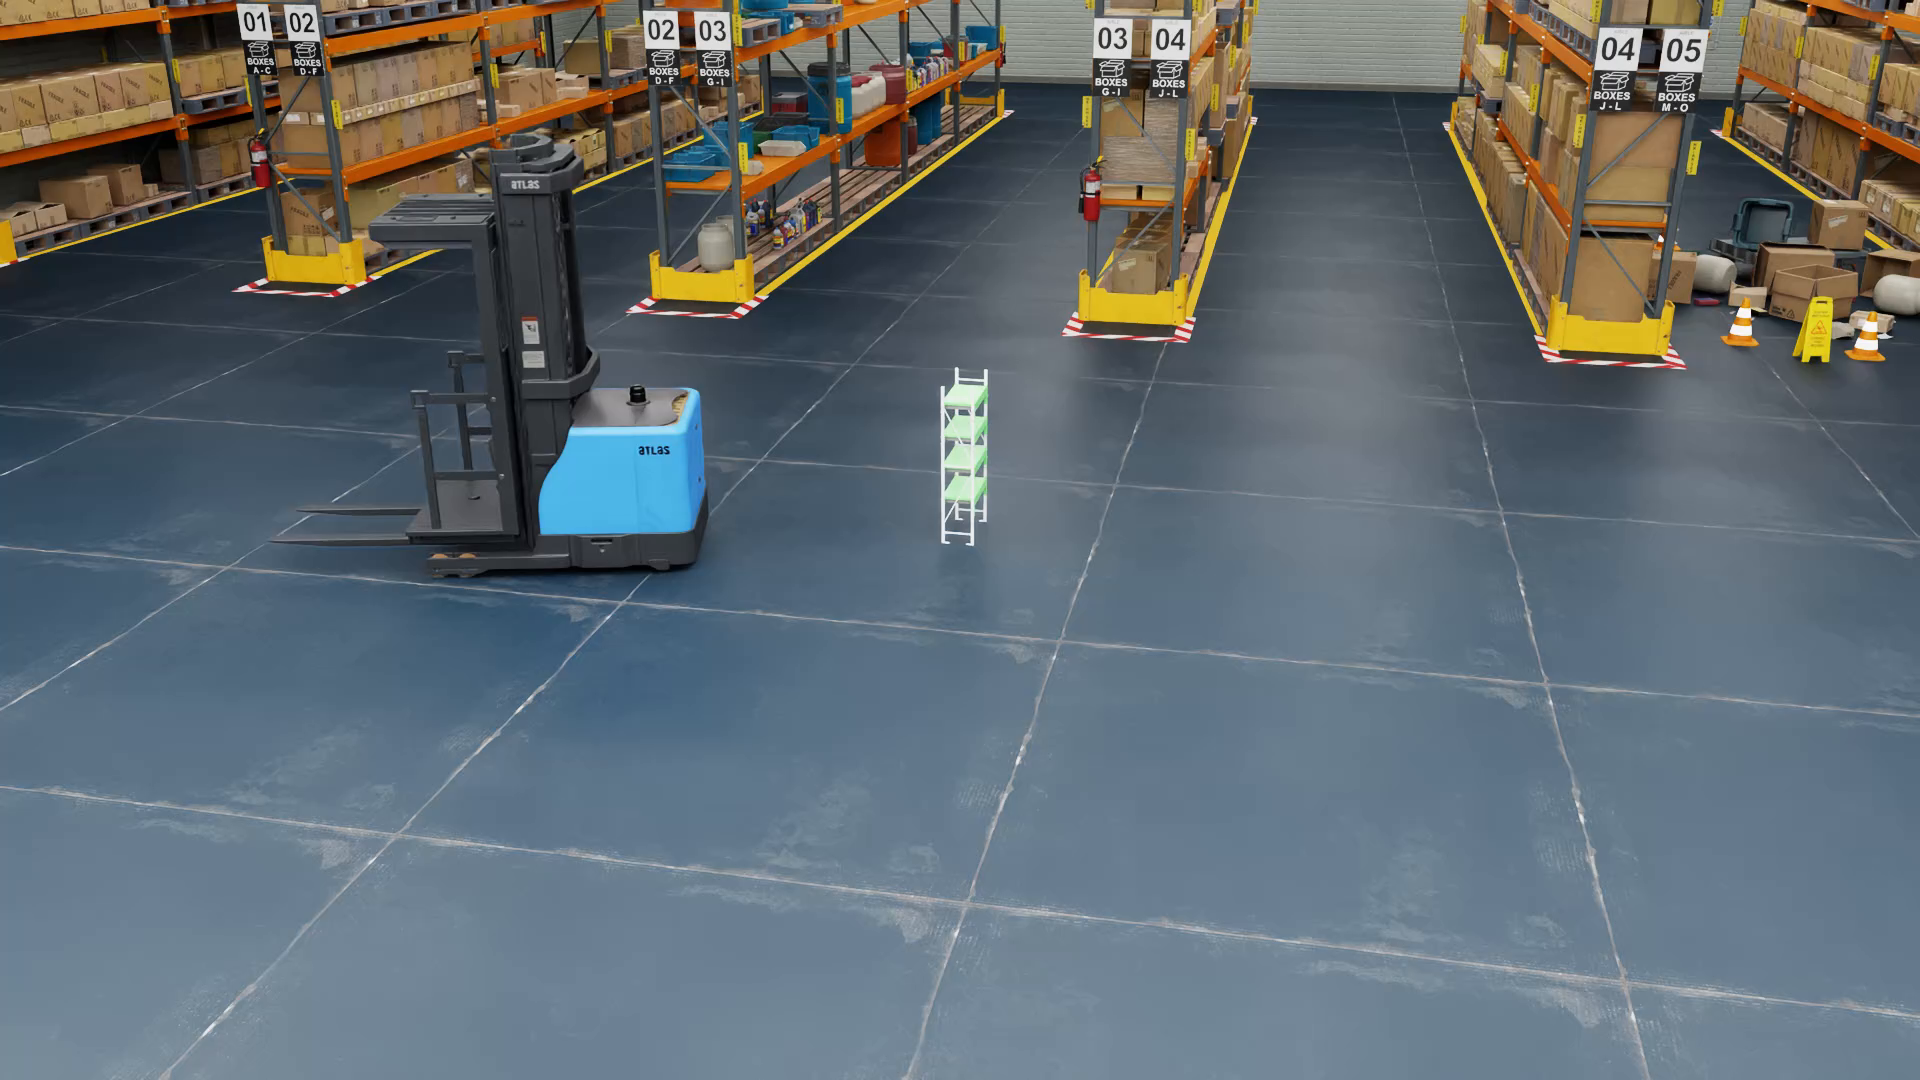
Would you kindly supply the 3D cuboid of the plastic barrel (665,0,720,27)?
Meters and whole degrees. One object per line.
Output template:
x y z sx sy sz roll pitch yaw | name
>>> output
-2.983 -6.161 18.484 0.600 0.830 0.708 4 22 11 | plastic barrel

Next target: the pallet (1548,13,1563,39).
7.365 -5.910 19.117 1.003 0.211 1.213 4 22 11 | pallet

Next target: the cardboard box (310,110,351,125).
-7.516 -5.042 19.854 0.380 0.149 0.250 4 22 11 | cardboard box

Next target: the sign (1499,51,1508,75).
7.825 -6.860 23.927 0.100 0.325 0.005 4 22 11 | sign

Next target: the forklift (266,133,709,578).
-3.401 -1.294 11.644 3.031 2.935 1.130 -1 22 -2 | forklift

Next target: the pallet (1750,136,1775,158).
14.519 -6.870 29.129 1.003 0.211 1.213 4 22 11 | pallet

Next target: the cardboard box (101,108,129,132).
-11.838 -5.783 22.872 0.500 0.250 0.500 4 22 11 | cardboard box

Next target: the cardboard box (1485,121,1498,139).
8.452 -6.345 25.873 0.500 0.250 0.500 5 22 12 | cardboard box

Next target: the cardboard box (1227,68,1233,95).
3.889 -6.940 25.436 0.500 0.500 0.500 5 22 12 | cardboard box

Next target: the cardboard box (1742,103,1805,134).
14.820 -7.664 30.236 0.875 0.438 0.875 4 22 9 | cardboard box

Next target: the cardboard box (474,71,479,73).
-9.916 -9.372 33.525 0.380 0.149 0.250 4 22 10 | cardboard box

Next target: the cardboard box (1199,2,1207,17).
2.660 -6.157 19.278 0.380 0.149 0.250 6 23 13 | cardboard box

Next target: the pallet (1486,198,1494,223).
8.123 -4.745 23.854 1.003 0.211 1.213 4 22 11 | pallet

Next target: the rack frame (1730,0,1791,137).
14.857 -8.907 30.454 1.000 3.000 0.127 4 22 11 | rack frame

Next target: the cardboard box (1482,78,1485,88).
8.221 -6.989 25.467 0.380 0.149 0.250 3 22 9 | cardboard box

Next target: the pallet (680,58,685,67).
-5.628 -8.583 29.907 1.003 0.211 1.213 4 22 11 | pallet

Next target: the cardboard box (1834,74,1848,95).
13.260 -6.716 24.547 0.500 0.250 0.500 4 22 10 | cardboard box

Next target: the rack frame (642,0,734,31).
-2.958 -6.971 17.617 1.000 3.000 0.127 4 22 11 | rack frame

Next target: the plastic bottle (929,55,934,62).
-0.518 -8.204 28.775 0.144 0.351 0.185 4 22 11 | plastic bottle

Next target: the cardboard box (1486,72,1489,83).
8.117 -6.947 24.964 0.380 0.149 0.250 5 22 12 | cardboard box

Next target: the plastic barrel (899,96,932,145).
-0.782 -7.342 28.815 0.600 0.901 0.708 4 22 11 | plastic barrel

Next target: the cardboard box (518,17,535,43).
-9.486 -10.747 34.621 0.980 0.700 0.700 5 23 13 | cardboard box

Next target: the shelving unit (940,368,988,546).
0.034 -0.617 12.280 0.258 1.200 0.503 4 22 11 | shelving unit

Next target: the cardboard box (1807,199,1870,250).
10.660 -3.835 20.192 0.500 0.500 0.500 4 22 11 | cardboard box

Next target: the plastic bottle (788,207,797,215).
-2.180 -4.266 21.988 0.152 0.276 0.135 4 22 11 | plastic bottle

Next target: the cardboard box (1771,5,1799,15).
14.234 -9.136 28.682 0.380 0.149 0.250 5 22 11 | cardboard box

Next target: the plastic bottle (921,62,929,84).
-0.602 -7.790 27.747 0.144 0.351 0.185 4 22 11 | plastic bottle

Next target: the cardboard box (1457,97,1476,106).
9.551 -8.230 31.231 0.380 0.149 0.250 3 22 8 | cardboard box

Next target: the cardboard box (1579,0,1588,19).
6.655 -5.480 17.036 0.500 0.250 0.500 5 22 11 | cardboard box

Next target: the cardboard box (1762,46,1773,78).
14.195 -8.243 28.673 0.500 0.500 0.500 5 23 13 | cardboard box

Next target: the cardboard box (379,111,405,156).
-7.489 -5.157 21.009 0.700 0.500 0.500 5 22 11 | cardboard box

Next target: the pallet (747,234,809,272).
-2.567 -3.668 21.178 1.003 0.211 1.213 4 22 11 | pallet

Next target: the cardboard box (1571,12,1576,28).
6.721 -5.524 17.679 0.380 0.149 0.250 5 22 11 | cardboard box

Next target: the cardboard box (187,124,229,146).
-11.620 -6.231 25.562 0.500 0.250 0.500 4 22 10 | cardboard box

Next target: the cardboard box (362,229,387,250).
-7.381 -3.849 21.014 0.500 0.250 0.500 4 22 11 | cardboard box

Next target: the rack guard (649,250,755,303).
-2.989 -3.060 19.283 1.175 0.500 0.348 4 22 11 | rack guard

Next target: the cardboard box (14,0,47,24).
-12.097 -6.878 21.240 0.500 0.500 0.500 6 23 13 | cardboard box

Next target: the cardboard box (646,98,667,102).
-5.695 -7.842 30.567 0.500 0.500 0.500 3 22 8 | cardboard box

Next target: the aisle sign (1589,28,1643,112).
6.417 -4.598 16.276 0.394 0.787 0.004 4 22 11 | aisle sign

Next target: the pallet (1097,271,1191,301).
2.106 -2.839 19.121 1.003 0.211 1.213 4 22 11 | pallet

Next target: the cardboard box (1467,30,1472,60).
9.432 -8.913 29.936 0.500 0.500 0.500 5 22 12 | cardboard box

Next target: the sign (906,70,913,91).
-0.786 -7.150 25.874 0.100 0.325 0.005 4 22 11 | sign

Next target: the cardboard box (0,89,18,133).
-12.265 -5.383 20.874 0.500 0.500 0.500 4 22 11 | cardboard box

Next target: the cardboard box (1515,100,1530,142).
7.593 -5.486 21.826 0.500 0.500 0.500 5 22 11 | cardboard box

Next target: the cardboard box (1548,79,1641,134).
7.190 -4.900 18.858 0.875 0.550 0.550 4 22 11 | cardboard box

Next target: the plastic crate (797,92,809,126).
-2.221 -6.071 23.434 0.392 0.384 0.575 4 22 11 | plastic crate

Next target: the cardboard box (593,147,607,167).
-6.043 -6.201 26.855 0.500 0.250 0.500 5 22 12 | cardboard box

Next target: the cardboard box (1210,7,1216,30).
2.869 -6.409 20.437 0.500 0.250 0.500 5 23 13 | cardboard box

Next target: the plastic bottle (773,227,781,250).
-2.283 -3.766 20.753 0.097 0.271 0.097 0 22 0 | plastic bottle

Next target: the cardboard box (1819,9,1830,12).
14.571 -8.822 27.902 0.380 0.149 0.250 4 22 11 | cardboard box

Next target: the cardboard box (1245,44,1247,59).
4.898 -8.791 29.969 0.500 0.250 0.500 5 22 12 | cardboard box

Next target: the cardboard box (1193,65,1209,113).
2.681 -5.370 19.803 0.500 0.500 0.500 4 22 11 | cardboard box

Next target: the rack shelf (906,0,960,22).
-0.918 -8.903 27.393 1.077 0.370 4.000 4 22 11 | rack shelf

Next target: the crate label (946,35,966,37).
-0.066 -9.925 33.125 0.416 0.233 0.303 4 22 11 | crate label
